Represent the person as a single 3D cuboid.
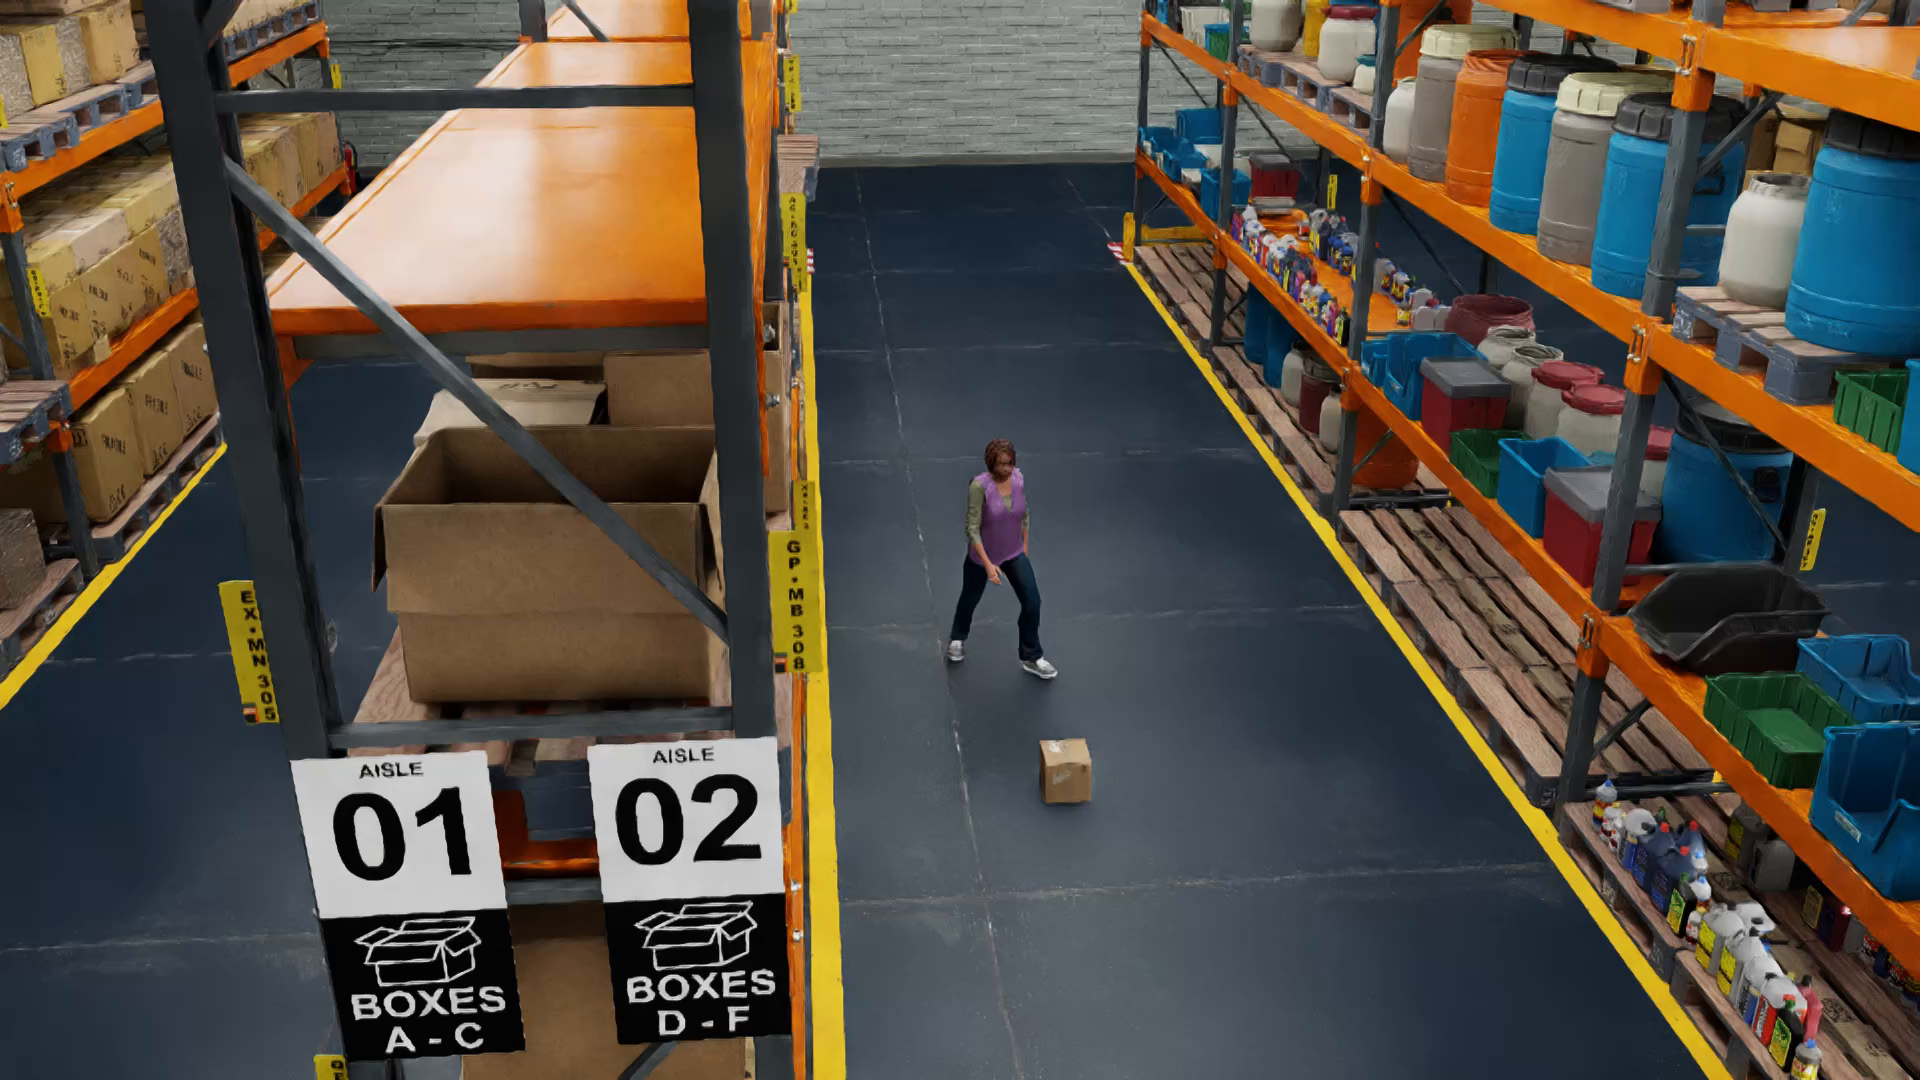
[{"bbox_3d":[0.234,0.074,10.165,0.515,1.543,0.726,-11,26,-22],"label":"person"}]
